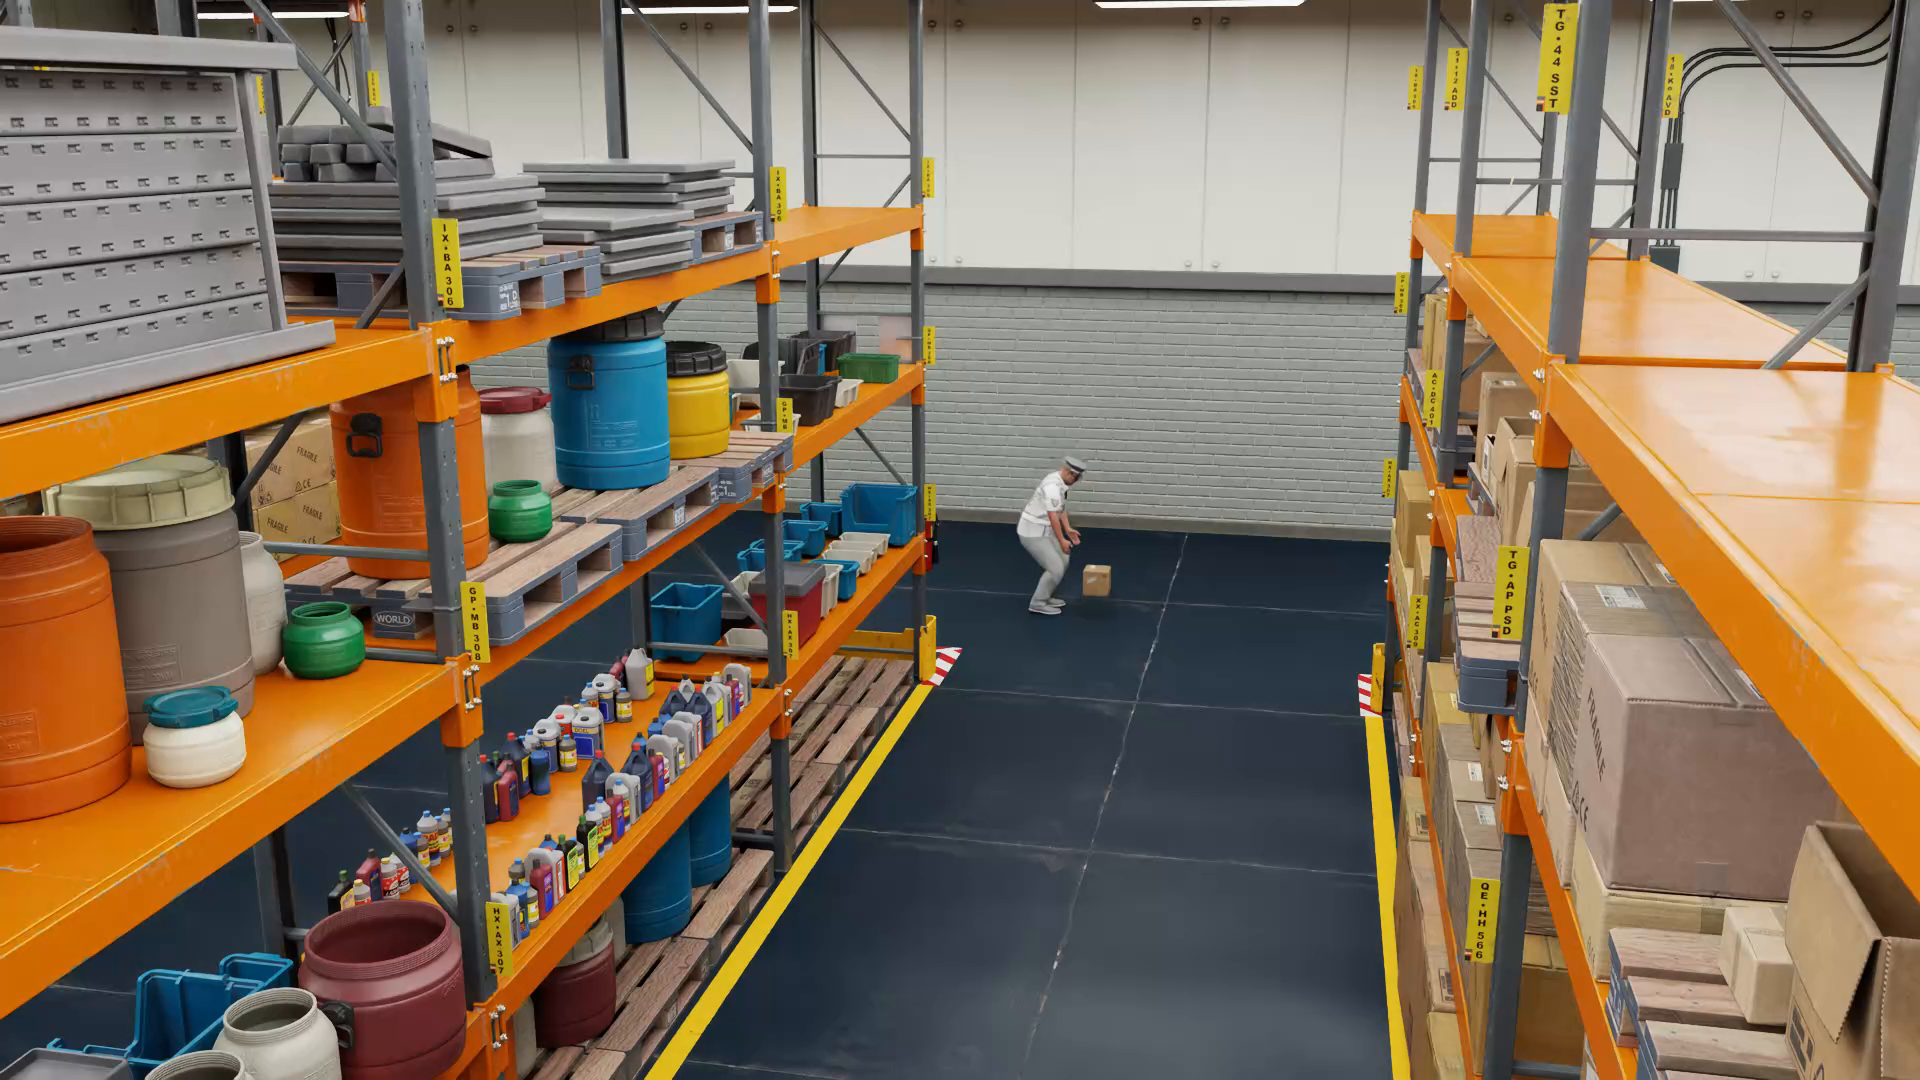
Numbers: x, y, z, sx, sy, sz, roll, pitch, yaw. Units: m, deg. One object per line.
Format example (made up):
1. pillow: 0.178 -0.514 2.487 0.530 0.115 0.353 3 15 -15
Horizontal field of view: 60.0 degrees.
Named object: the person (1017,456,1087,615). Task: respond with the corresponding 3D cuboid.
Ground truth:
1. person: 0.922 -0.064 16.629 0.682 1.572 0.584 3 15 12
